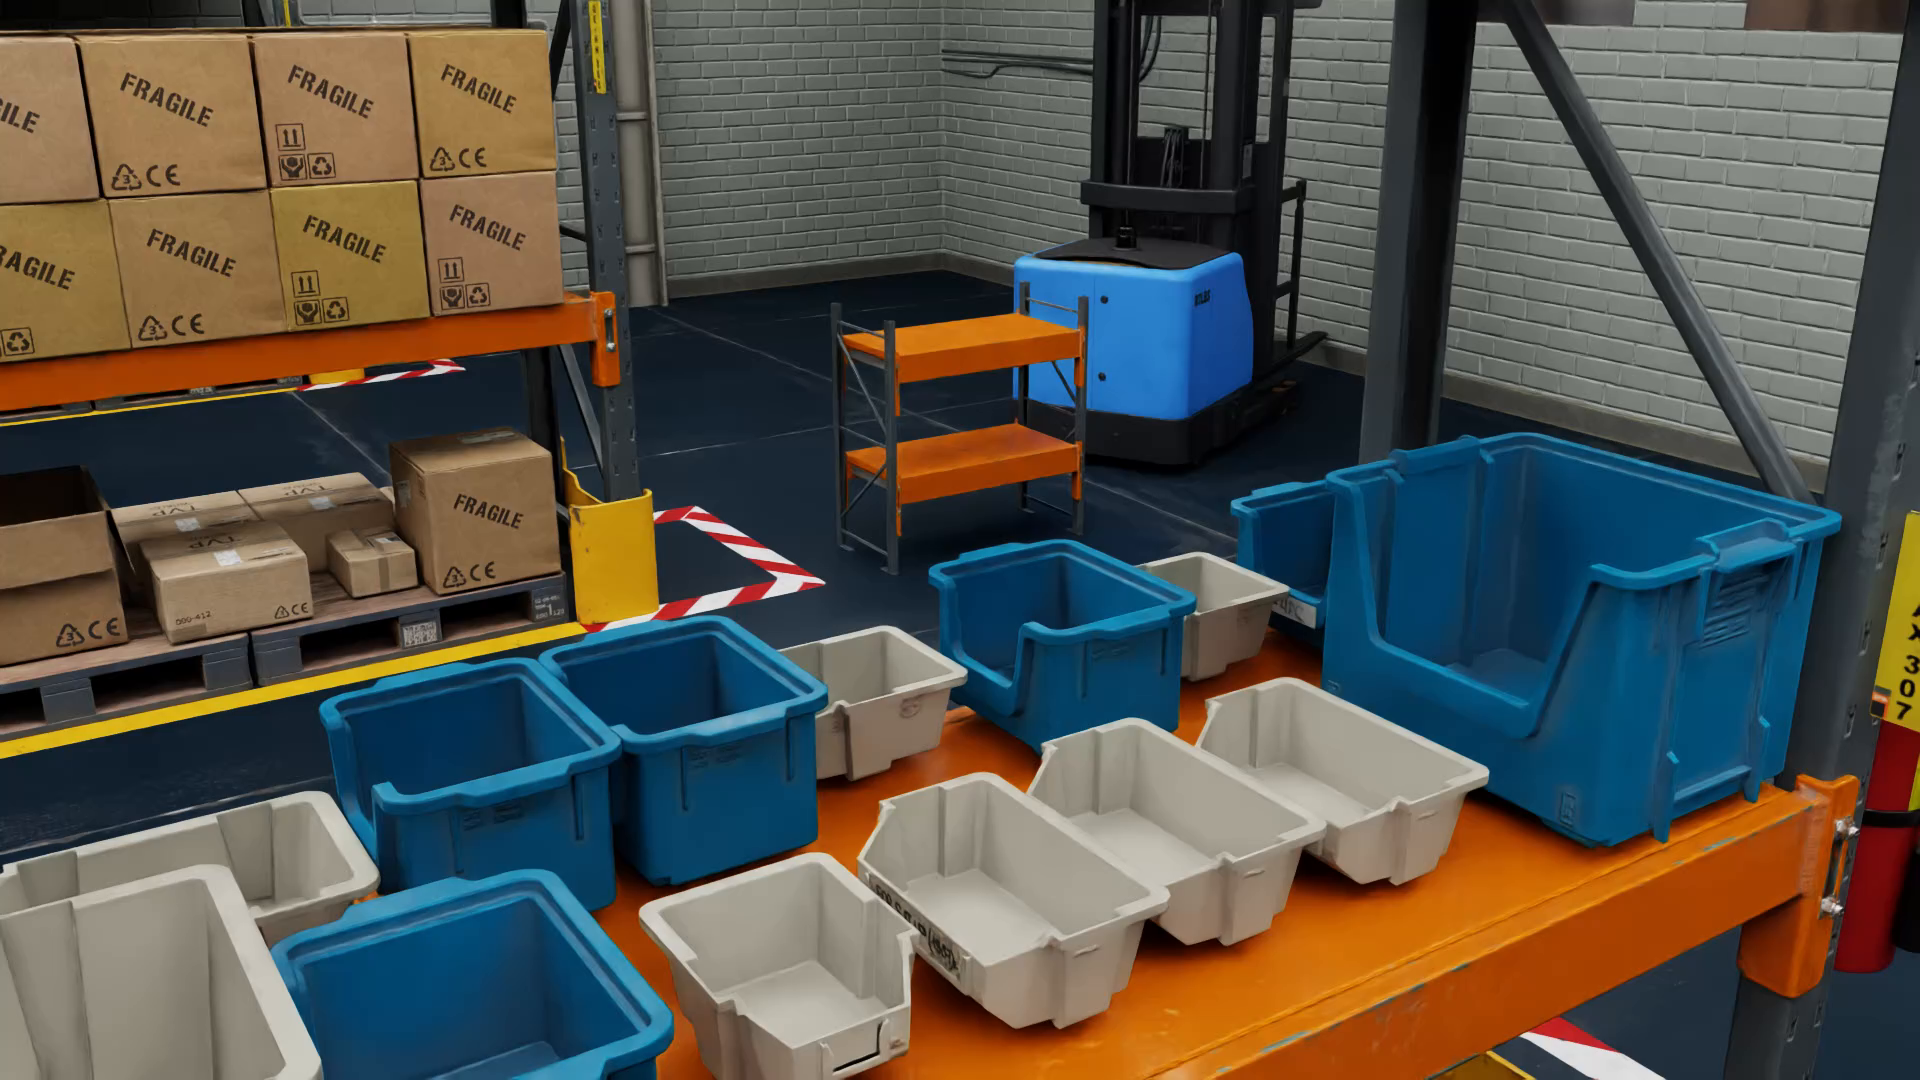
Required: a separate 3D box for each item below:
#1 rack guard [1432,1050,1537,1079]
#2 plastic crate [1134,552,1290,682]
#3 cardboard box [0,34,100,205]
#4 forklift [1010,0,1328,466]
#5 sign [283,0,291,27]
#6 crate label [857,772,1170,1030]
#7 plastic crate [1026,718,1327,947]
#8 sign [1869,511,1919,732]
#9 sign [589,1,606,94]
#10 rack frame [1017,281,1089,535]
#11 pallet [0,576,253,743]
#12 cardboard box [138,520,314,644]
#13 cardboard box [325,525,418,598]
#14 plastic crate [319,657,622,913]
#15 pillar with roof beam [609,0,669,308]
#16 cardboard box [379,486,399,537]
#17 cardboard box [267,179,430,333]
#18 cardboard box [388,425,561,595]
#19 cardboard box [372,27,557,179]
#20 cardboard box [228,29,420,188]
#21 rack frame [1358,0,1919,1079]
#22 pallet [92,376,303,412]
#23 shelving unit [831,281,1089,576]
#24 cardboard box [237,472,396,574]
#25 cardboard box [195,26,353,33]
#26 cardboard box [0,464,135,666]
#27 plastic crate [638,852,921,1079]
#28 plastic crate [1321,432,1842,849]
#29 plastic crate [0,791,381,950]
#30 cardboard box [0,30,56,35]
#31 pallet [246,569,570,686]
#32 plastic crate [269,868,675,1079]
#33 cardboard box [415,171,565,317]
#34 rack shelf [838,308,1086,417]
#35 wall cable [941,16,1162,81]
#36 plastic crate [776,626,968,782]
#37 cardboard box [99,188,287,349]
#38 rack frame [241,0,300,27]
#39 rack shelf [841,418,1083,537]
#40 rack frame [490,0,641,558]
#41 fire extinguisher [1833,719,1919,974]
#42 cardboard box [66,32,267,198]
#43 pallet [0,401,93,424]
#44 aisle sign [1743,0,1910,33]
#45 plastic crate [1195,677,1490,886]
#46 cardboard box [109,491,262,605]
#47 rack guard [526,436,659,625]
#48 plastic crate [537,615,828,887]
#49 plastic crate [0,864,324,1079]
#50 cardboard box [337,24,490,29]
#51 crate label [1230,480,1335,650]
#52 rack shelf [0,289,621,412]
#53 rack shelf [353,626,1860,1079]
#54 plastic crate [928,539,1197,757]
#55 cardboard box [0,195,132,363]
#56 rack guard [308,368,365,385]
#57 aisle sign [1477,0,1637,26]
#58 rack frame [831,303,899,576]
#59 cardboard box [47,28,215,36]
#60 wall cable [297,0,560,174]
[{"bbox_3d":[1.109,1.233,3.316,0.348,0.500,1.175,-12,22,-31],"label":"rack guard"},{"bbox_3d":[0.395,0.143,2.955,0.298,0.136,0.250,-12,22,-31],"label":"plastic crate"},{"bbox_3d":[-3.126,-1.365,5.383,0.500,0.500,0.500,-11,22,-30],"label":"cardboard box"},{"bbox_3d":[1.435,-2.204,9.686,1.130,2.935,3.031,10,21,28],"label":"forklift"},{"bbox_3d":[-4.066,-3.106,10.071,0.005,0.325,0.100,-12,22,-31],"label":"sign"},{"bbox_3d":[0.045,0.448,2.053,0.243,0.136,0.396,-12,22,-31],"label":"crate label"},{"bbox_3d":[0.265,0.393,2.218,0.243,0.136,0.396,-12,22,-31],"label":"plastic crate"},{"bbox_3d":[1.412,0.124,2.440,0.005,0.325,0.100,-12,22,-31],"label":"sign"},{"bbox_3d":[-1.337,-1.815,6.128,0.005,0.325,0.100,-12,22,-31],"label":"sign"},{"bbox_3d":[0.430,-0.624,7.833,0.032,1.125,0.500,-12,22,-31],"label":"rack frame"},{"bbox_3d":[-3.372,0.420,6.173,1.213,0.211,1.003,-12,22,-31],"label":"pallet"},{"bbox_3d":[-2.754,0.147,6.234,0.500,0.250,0.500,-12,22,-31],"label":"cardboard box"},{"bbox_3d":[-2.331,0.074,6.579,0.250,0.166,0.380,-12,22,-31],"label":"cardboard box"},{"bbox_3d":[-0.641,0.348,2.199,0.300,0.233,0.416,-12,22,-31],"label":"plastic crate"},{"bbox_3d":[-0.206,-4.990,8.455,0.400,9.000,9.100,-12,22,-31],"label":"pillar with roof beam"},{"bbox_3d":[-2.373,-0.109,7.120,0.250,0.166,0.380,-12,22,-31],"label":"cardboard box"},{"bbox_3d":[-2.281,-1.072,6.076,0.500,0.500,0.500,-12,22,-31],"label":"cardboard box"},{"bbox_3d":[-1.944,-0.131,6.665,0.500,0.500,0.500,-12,22,-31],"label":"cardboard box"},{"bbox_3d":[-1.845,-1.638,6.188,0.500,0.500,0.500,-12,22,-32],"label":"cardboard box"},{"bbox_3d":[-2.267,-1.548,5.924,0.500,0.500,0.500,-11,22,-30],"label":"cardboard box"},{"bbox_3d":[1.098,0.058,2.890,0.053,2.616,0.949,-12,22,-31],"label":"rack frame"},{"bbox_3d":[-4.977,-1.110,10.699,1.213,0.211,1.003,-12,22,-31],"label":"pallet"},{"bbox_3d":[0.006,-0.534,7.568,1.048,1.125,0.538,-12,22,-31],"label":"shelving unit"},{"bbox_3d":[-2.653,-0.066,6.864,0.500,0.250,0.500,-12,22,-31],"label":"cardboard box"},{"bbox_3d":[-2.573,-1.688,6.337,0.500,0.500,0.500,-12,22,-31],"label":"cardboard box"},{"bbox_3d":[-3.399,0.078,6.042,0.637,0.503,0.797,-12,22,-31],"label":"cardboard box"},{"bbox_3d":[-0.192,0.505,1.884,0.250,0.136,0.298,-12,22,-31],"label":"plastic crate"},{"bbox_3d":[0.919,0.121,2.555,0.499,0.435,0.616,-12,22,-31],"label":"plastic crate"},{"bbox_3d":[-0.956,0.471,1.986,0.466,0.136,0.293,-12,22,-31],"label":"plastic crate"},{"bbox_3d":[-3.417,-1.511,5.814,0.500,0.500,0.500,-12,22,-32],"label":"cardboard box"},{"bbox_3d":[-2.354,0.207,6.805,1.213,0.211,1.003,-12,22,-31],"label":"pallet"},{"bbox_3d":[-0.478,0.538,1.637,0.300,0.233,0.416,-12,22,-31],"label":"plastic crate"},{"bbox_3d":[-1.849,-1.164,6.349,0.500,0.500,0.500,-11,22,-30],"label":"cardboard box"},{"bbox_3d":[0.006,-0.811,7.474,1.000,0.278,0.538,-12,22,-31],"label":"rack shelf"},{"bbox_3d":[0.568,-4.865,12.932,0.112,2.526,3.097,-12,22,-31],"label":"wall cable"},{"bbox_3d":[-0.171,0.263,2.602,0.298,0.136,0.250,-12,22,-31],"label":"plastic crate"},{"bbox_3d":[-2.700,-0.986,5.820,0.500,0.500,0.500,-12,22,-31],"label":"cardboard box"},{"bbox_3d":[-4.353,-2.593,10.731,0.127,3.000,1.000,-12,22,-31],"label":"rack frame"},{"bbox_3d":[0.006,-0.302,7.646,1.000,0.278,0.538,-12,22,-31],"label":"rack shelf"},{"bbox_3d":[-1.625,-1.269,6.814,0.127,3.000,1.000,-12,22,-31],"label":"rack frame"},{"bbox_3d":[1.472,0.365,2.684,0.183,0.674,0.296,-12,22,-31],"label":"fire extinguisher"},{"bbox_3d":[-2.697,-1.456,5.650,0.500,0.500,0.500,-11,22,-30],"label":"cardboard box"},{"bbox_3d":[-5.995,-0.897,10.067,1.213,0.211,1.003,-12,22,-31],"label":"pallet"},{"bbox_3d":[1.317,-1.109,2.282,0.004,0.787,0.394,-12,22,-31],"label":"aisle sign"},{"bbox_3d":[0.515,0.346,2.357,0.243,0.136,0.396,-12,22,-31],"label":"plastic crate"},{"bbox_3d":[-3.070,0.022,6.604,0.500,0.250,0.500,-12,22,-31],"label":"cardboard box"},{"bbox_3d":[-1.688,-0.071,7.174,0.348,0.500,1.175,-12,22,-31],"label":"rack guard"},{"bbox_3d":[-0.391,0.295,2.356,0.300,0.233,0.416,-12,22,-31],"label":"plastic crate"},{"bbox_3d":[-0.868,0.570,1.468,0.530,0.282,0.437,-12,22,-31],"label":"plastic crate"},{"bbox_3d":[-2.141,-1.782,6.615,0.500,0.500,0.500,-11,22,-30],"label":"cardboard box"},{"bbox_3d":[0.709,0.063,3.042,0.303,0.233,0.416,-12,22,-31],"label":"crate label"},{"bbox_3d":[-3.295,-0.576,5.887,4.000,0.370,1.077,-12,22,-31],"label":"rack shelf"},{"bbox_3d":[-0.574,0.750,1.966,4.000,0.370,1.077,-12,22,-31],"label":"rack shelf"},{"bbox_3d":[0.159,0.179,2.699,0.300,0.233,0.416,-12,22,-31],"label":"plastic crate"},{"bbox_3d":[-3.121,-0.897,5.558,0.500,0.500,0.500,-12,22,-32],"label":"cardboard box"},{"bbox_3d":[-4.332,-1.413,11.144,0.348,0.500,1.175,-12,22,-31],"label":"rack guard"},{"bbox_3d":[0.993,-1.267,2.749,0.004,0.787,0.394,-12,22,-31],"label":"aisle sign"},{"bbox_3d":[-0.419,-0.445,7.303,0.032,1.125,0.500,-12,22,-31],"label":"rack frame"},{"bbox_3d":[-2.994,-1.601,6.080,0.500,0.500,0.500,-12,22,-31],"label":"cardboard box"},{"bbox_3d":[-3.803,-3.553,11.984,1.851,1.984,0.084,-12,22,-31],"label":"wall cable"}]
